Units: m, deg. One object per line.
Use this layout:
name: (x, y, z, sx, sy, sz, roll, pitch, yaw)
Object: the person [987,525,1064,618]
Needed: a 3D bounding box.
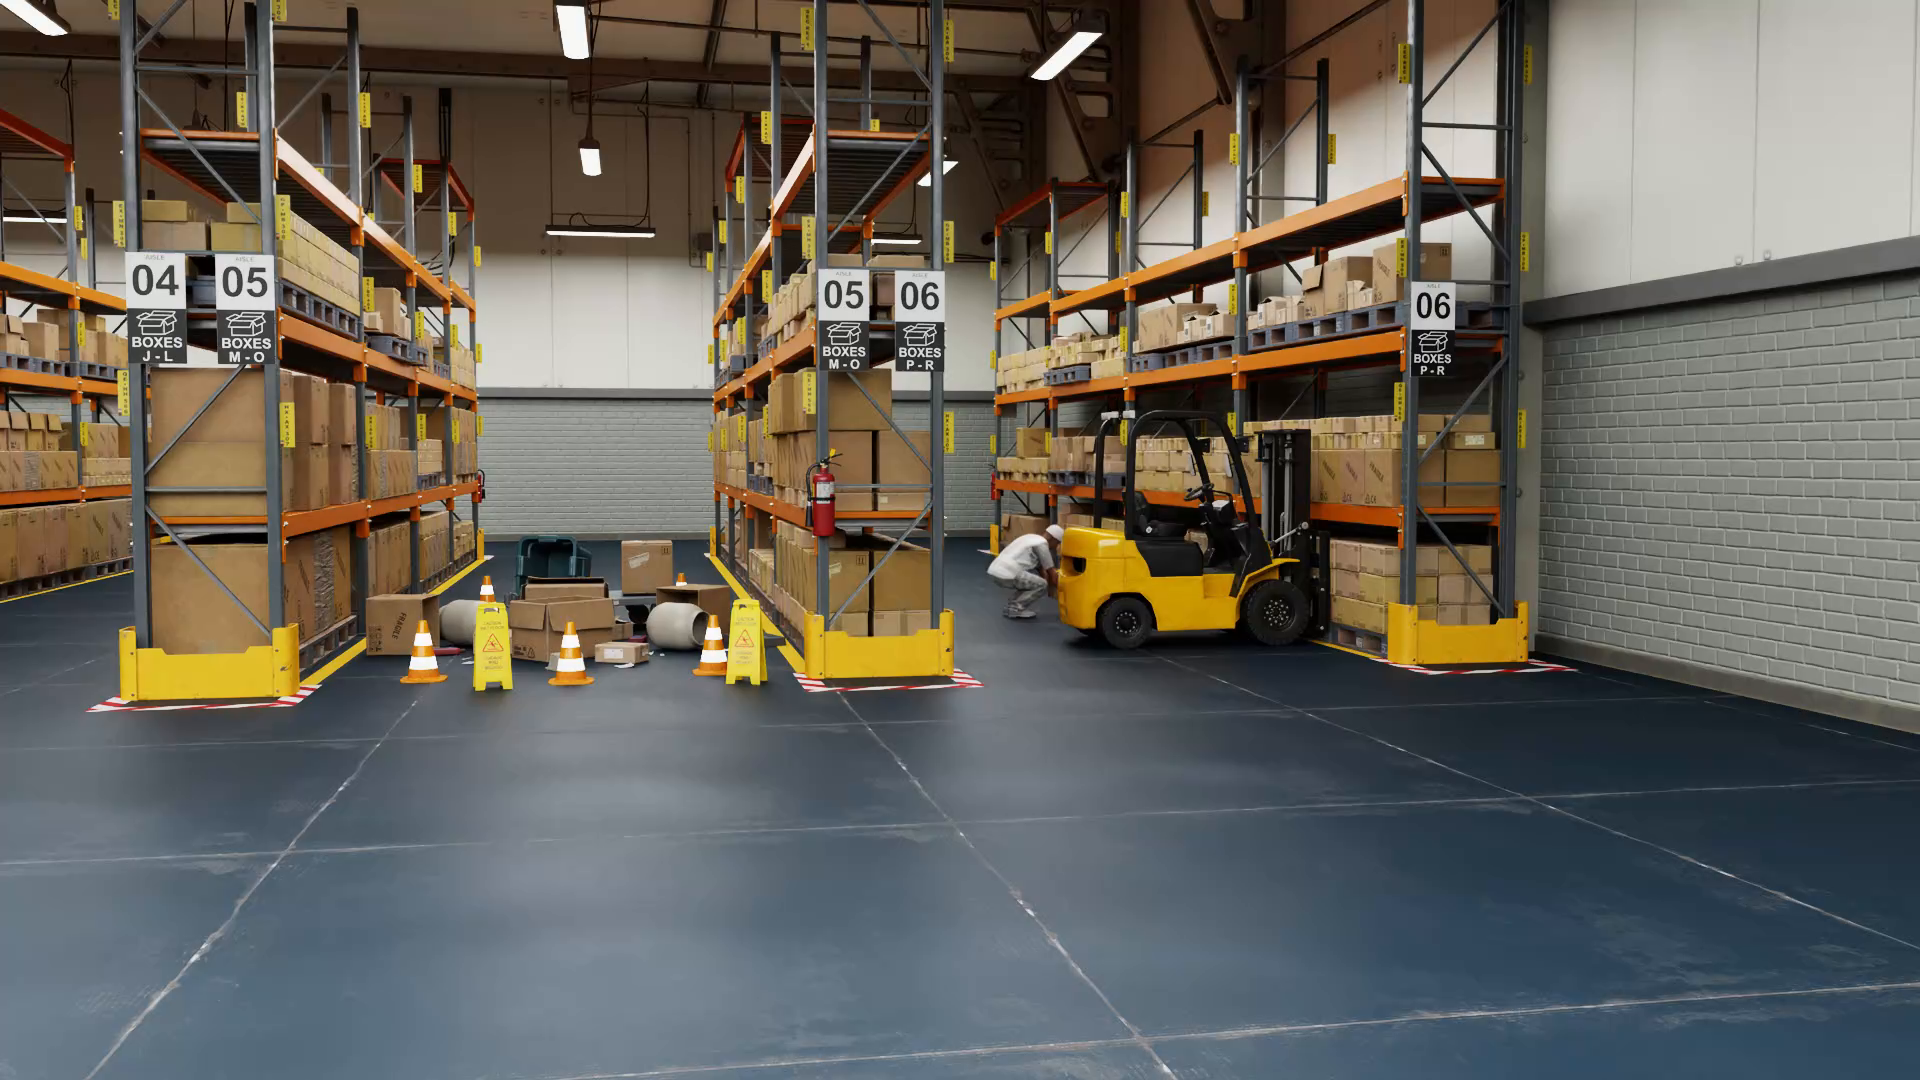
person: (0.756, 0.336, 18.067, 0.914, 0.993, 0.577, -1, 3, -11)
